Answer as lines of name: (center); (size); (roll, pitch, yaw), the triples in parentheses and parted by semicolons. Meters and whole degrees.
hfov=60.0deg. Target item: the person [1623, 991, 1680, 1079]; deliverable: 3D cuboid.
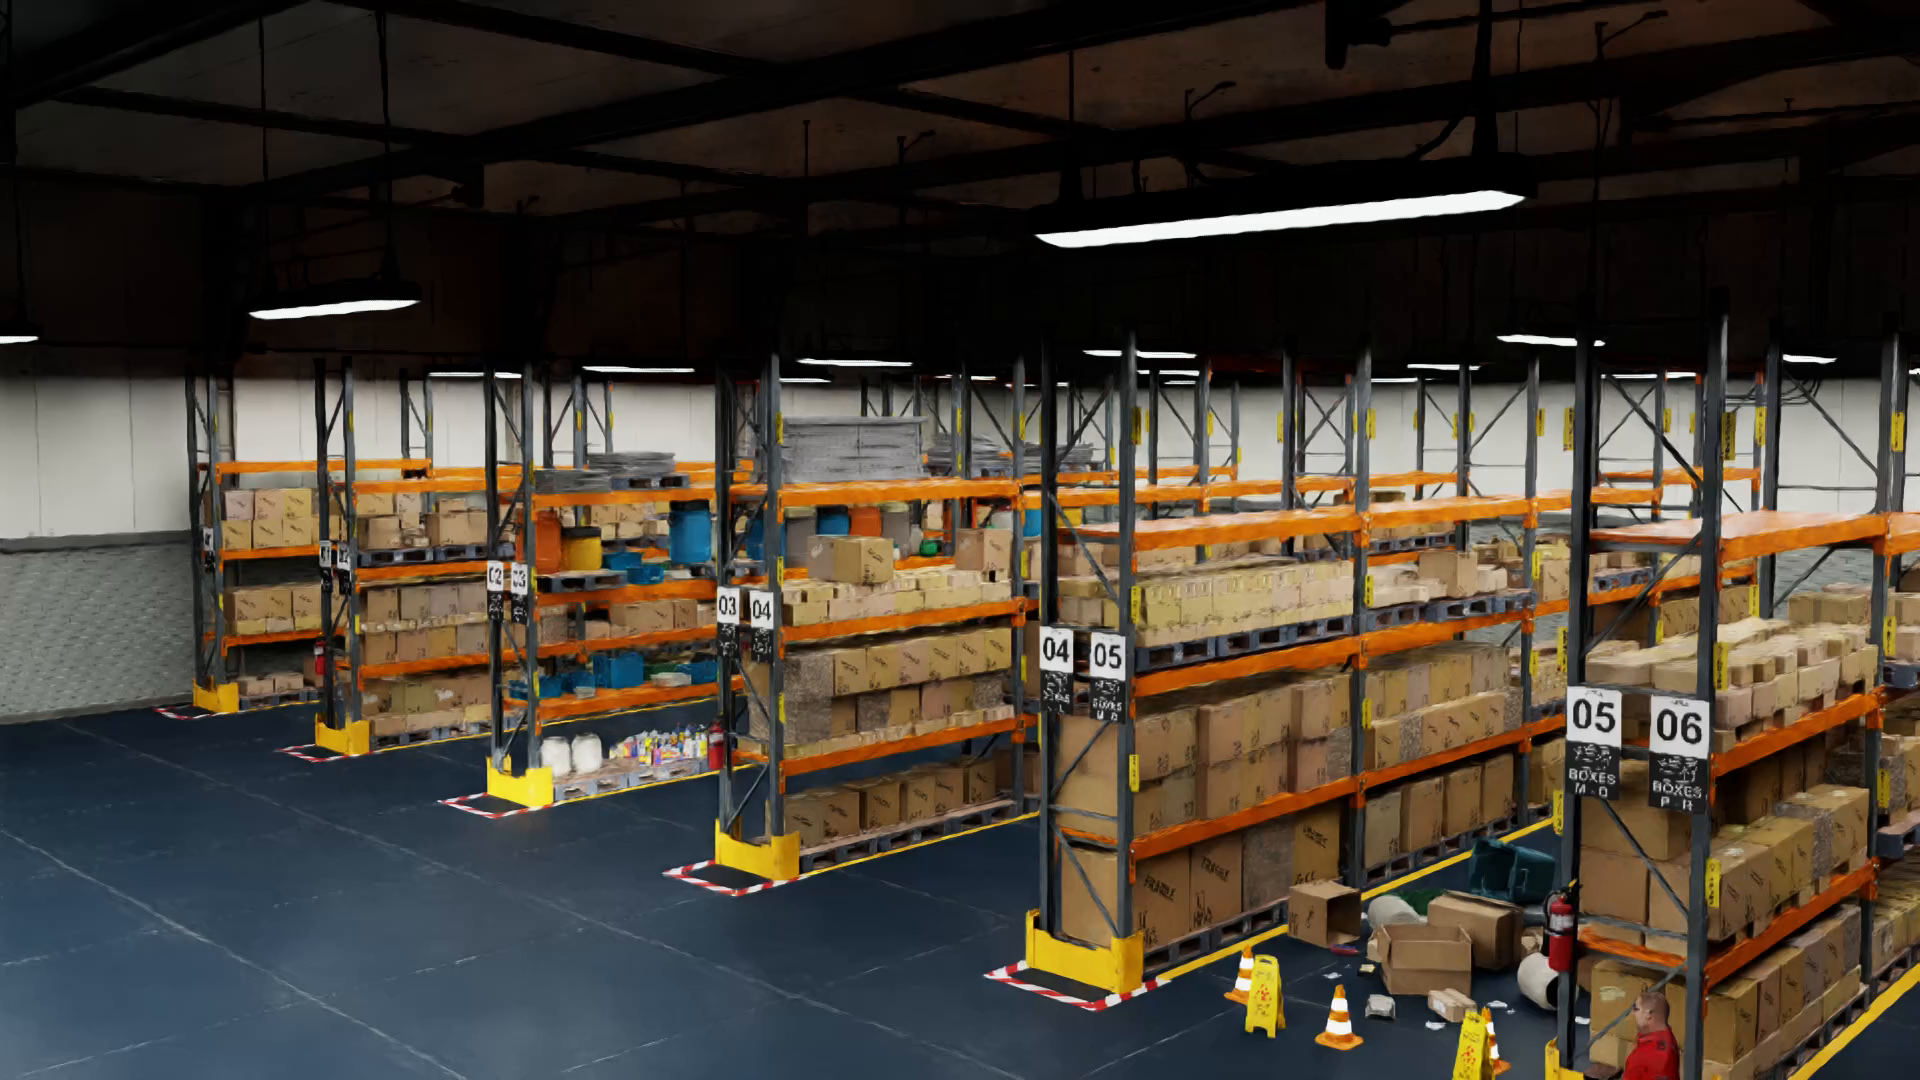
person: (4.210, 3.601, 9.918); (0.549, 1.629, 0.653); (1, 5, 17)
